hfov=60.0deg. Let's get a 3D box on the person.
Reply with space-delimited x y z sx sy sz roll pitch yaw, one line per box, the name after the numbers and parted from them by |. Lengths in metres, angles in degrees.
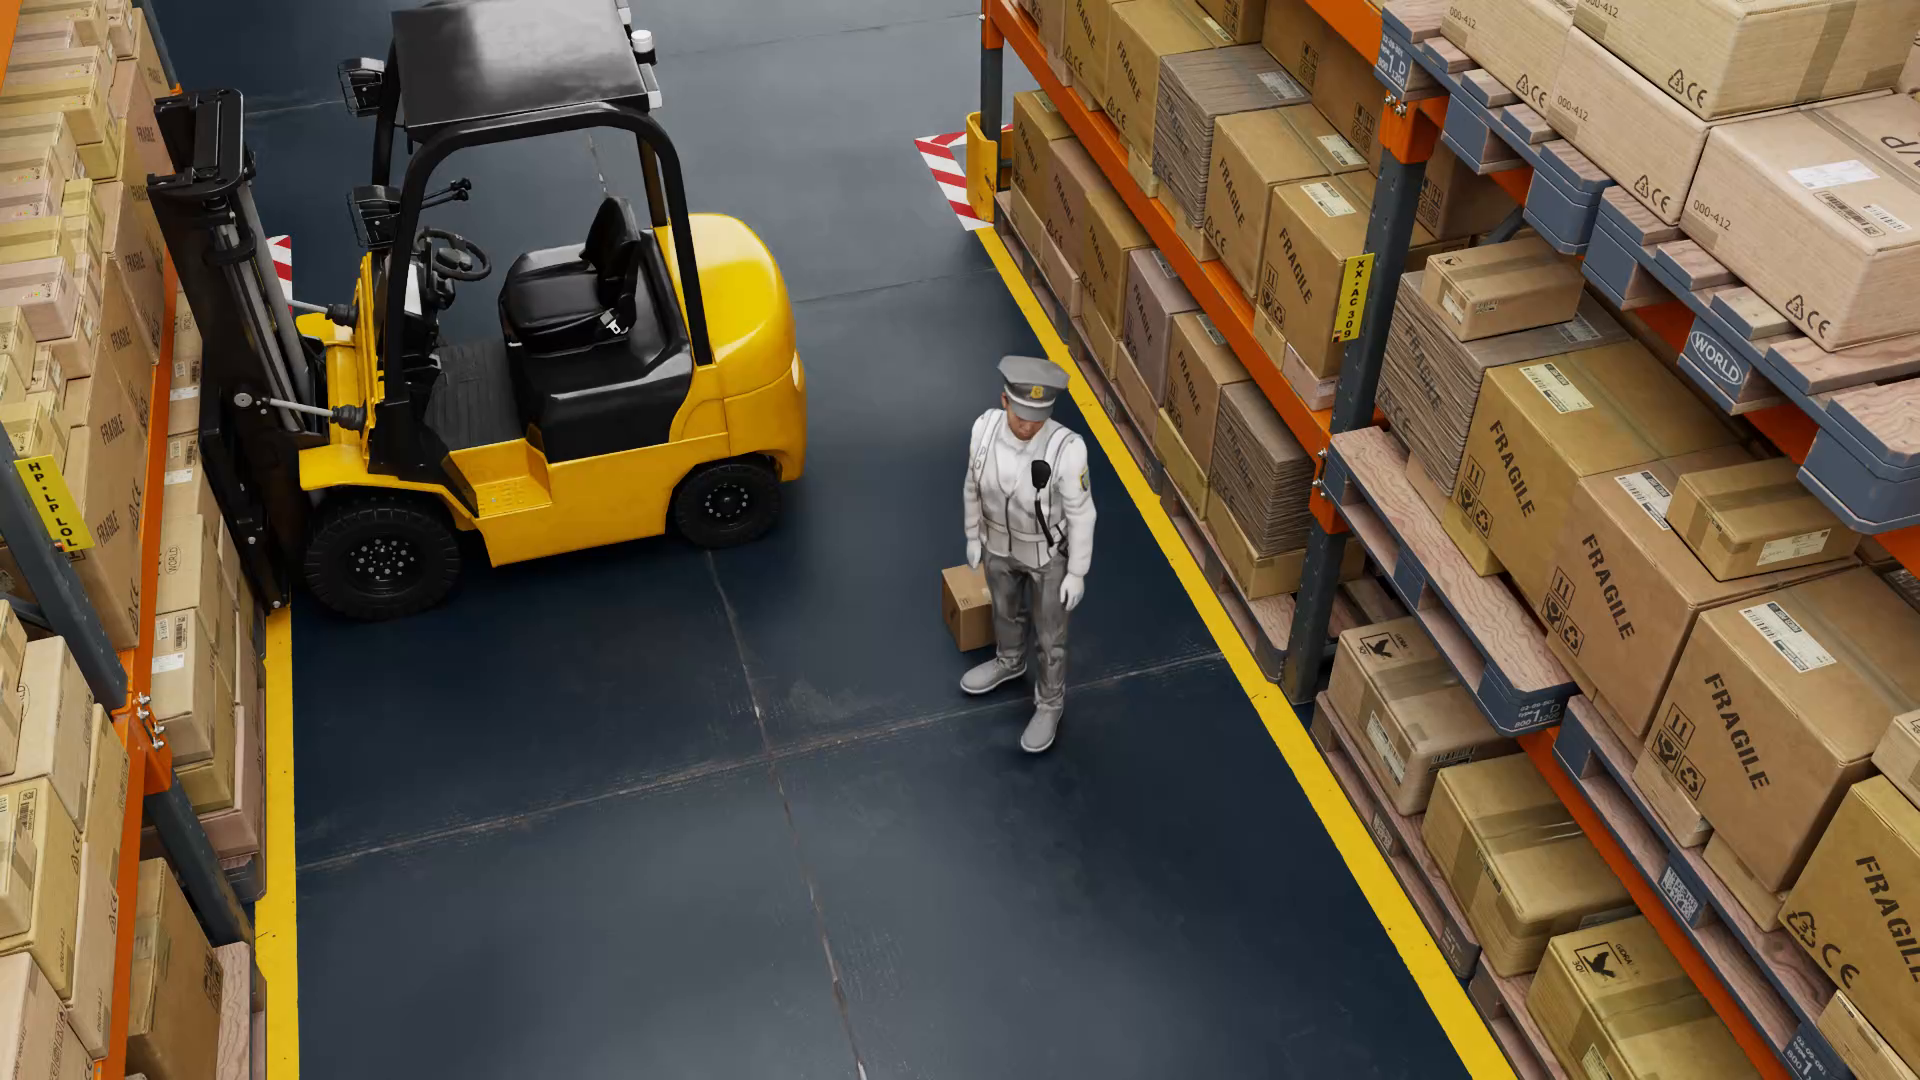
0.233 0.047 6.063 0.528 1.679 0.405 23 47 23 | person
